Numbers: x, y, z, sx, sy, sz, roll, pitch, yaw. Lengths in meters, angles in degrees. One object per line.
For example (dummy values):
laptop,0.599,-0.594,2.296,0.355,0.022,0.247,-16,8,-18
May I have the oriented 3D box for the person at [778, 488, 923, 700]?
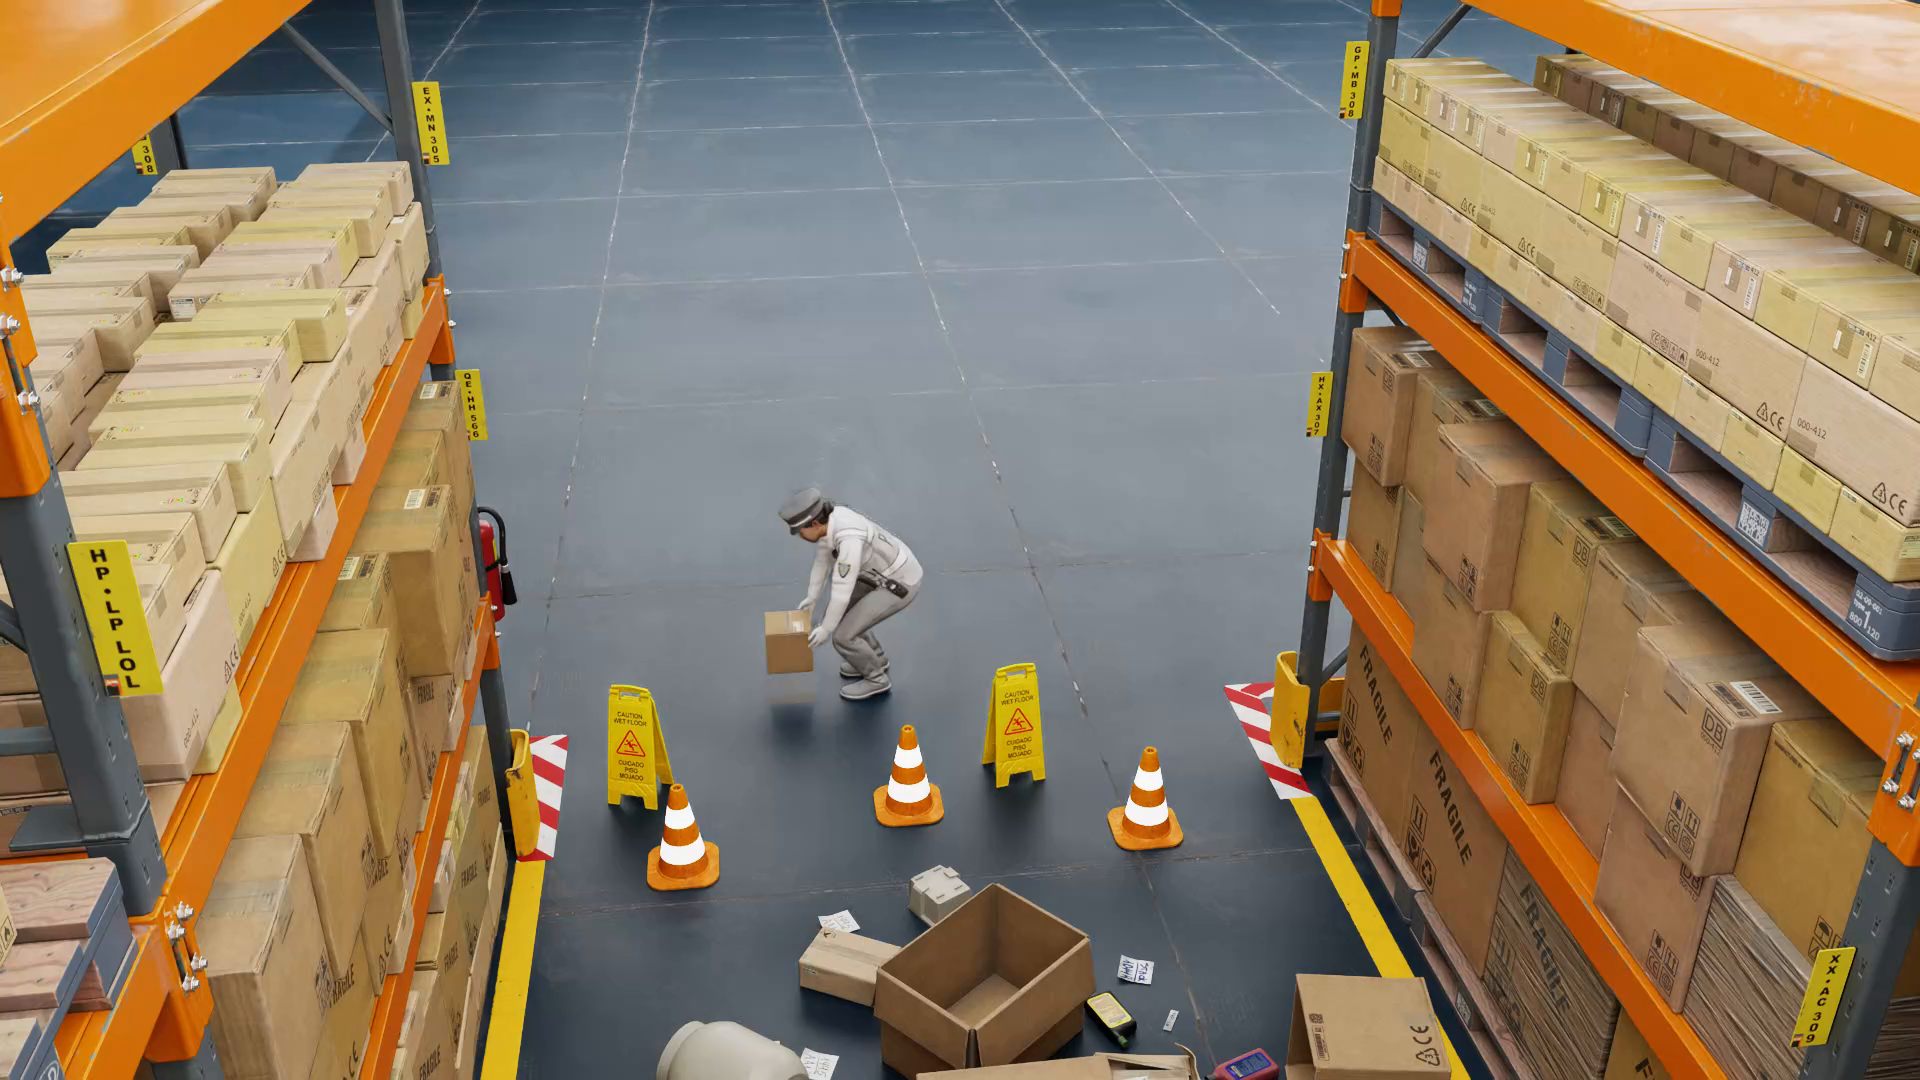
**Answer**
person,-0.586,0.274,9.028,0.762,1.240,0.530,-7,28,-13
